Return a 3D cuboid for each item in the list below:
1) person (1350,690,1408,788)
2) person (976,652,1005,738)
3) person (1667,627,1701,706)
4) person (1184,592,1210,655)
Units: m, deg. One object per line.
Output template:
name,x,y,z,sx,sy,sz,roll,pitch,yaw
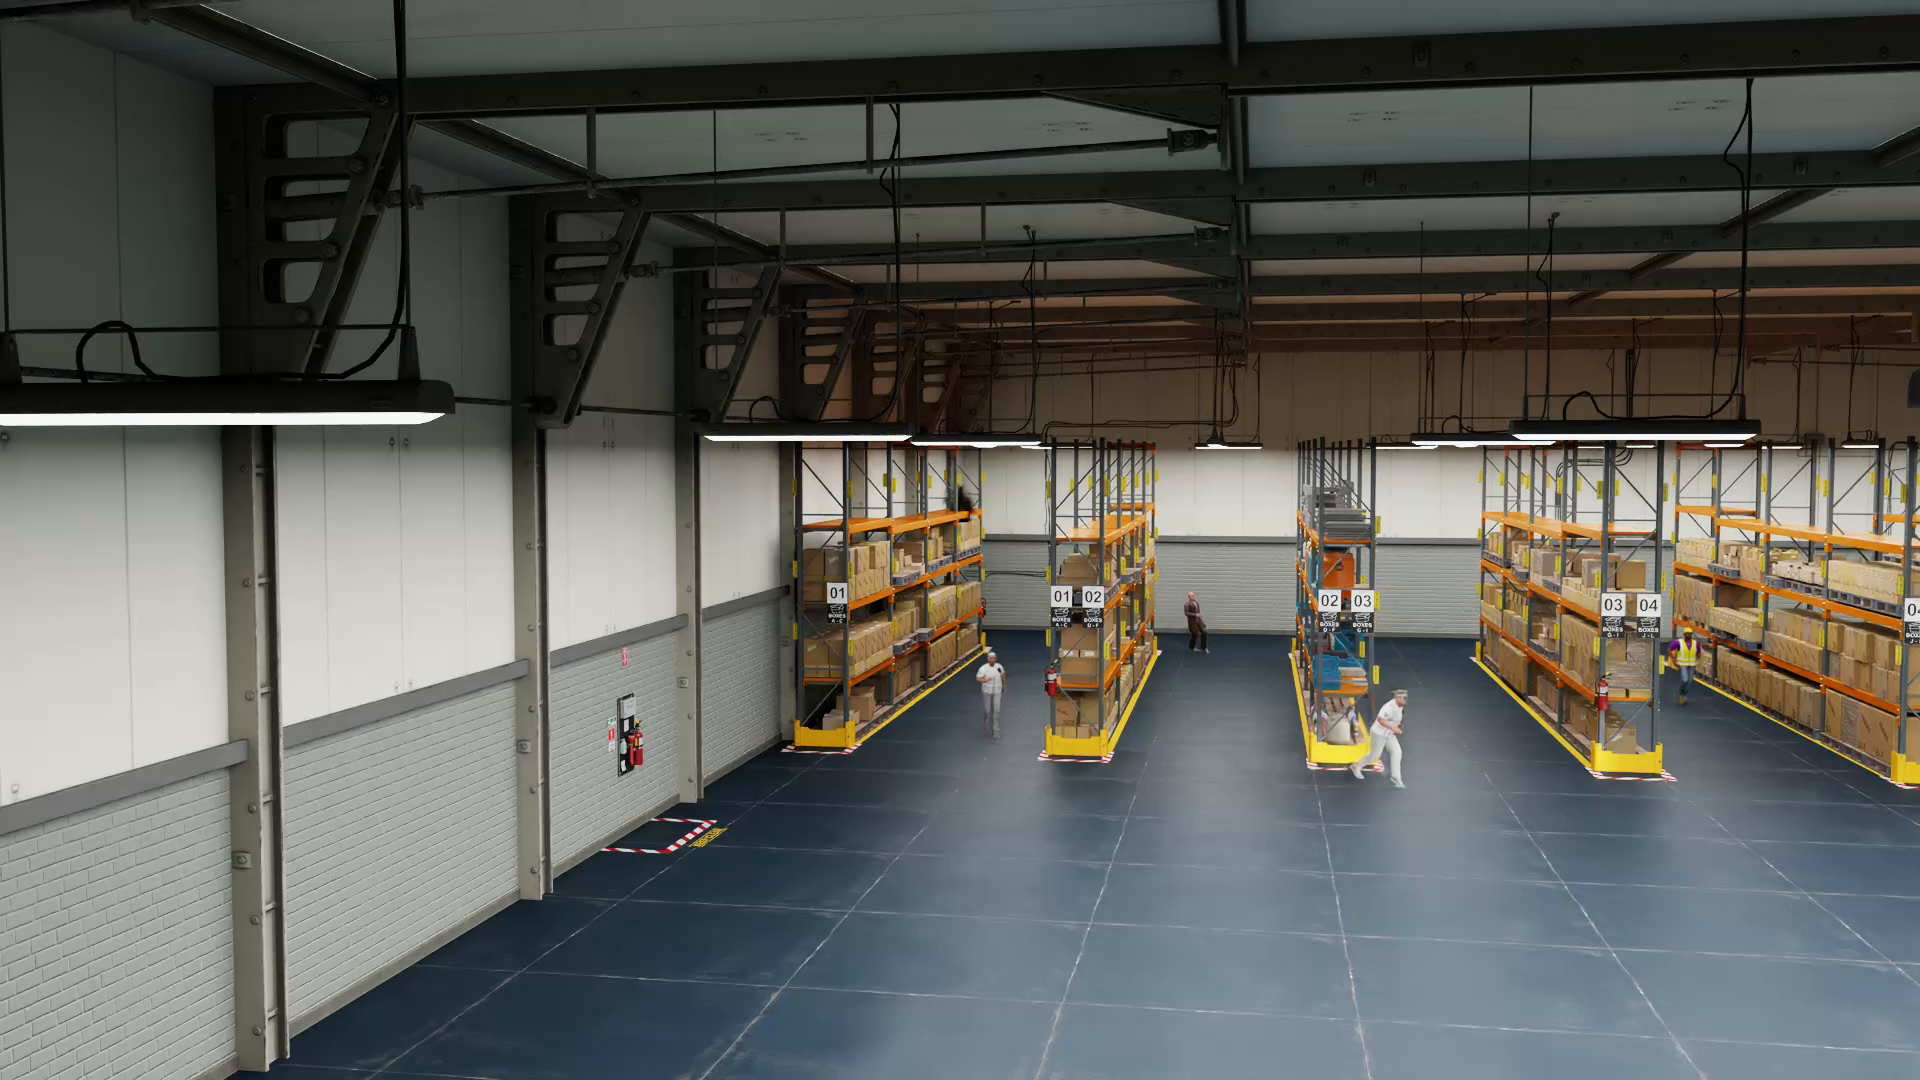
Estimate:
person,7.231,3.393,28.667,1.022,1.720,0.703,2,4,37
person,0.628,3.083,33.594,0.632,1.653,0.773,0,3,-8
person,16.421,2.862,37.578,0.673,1.777,0.710,0,3,0
person,6.628,2.349,47.061,0.689,1.760,0.855,-2,4,-34
